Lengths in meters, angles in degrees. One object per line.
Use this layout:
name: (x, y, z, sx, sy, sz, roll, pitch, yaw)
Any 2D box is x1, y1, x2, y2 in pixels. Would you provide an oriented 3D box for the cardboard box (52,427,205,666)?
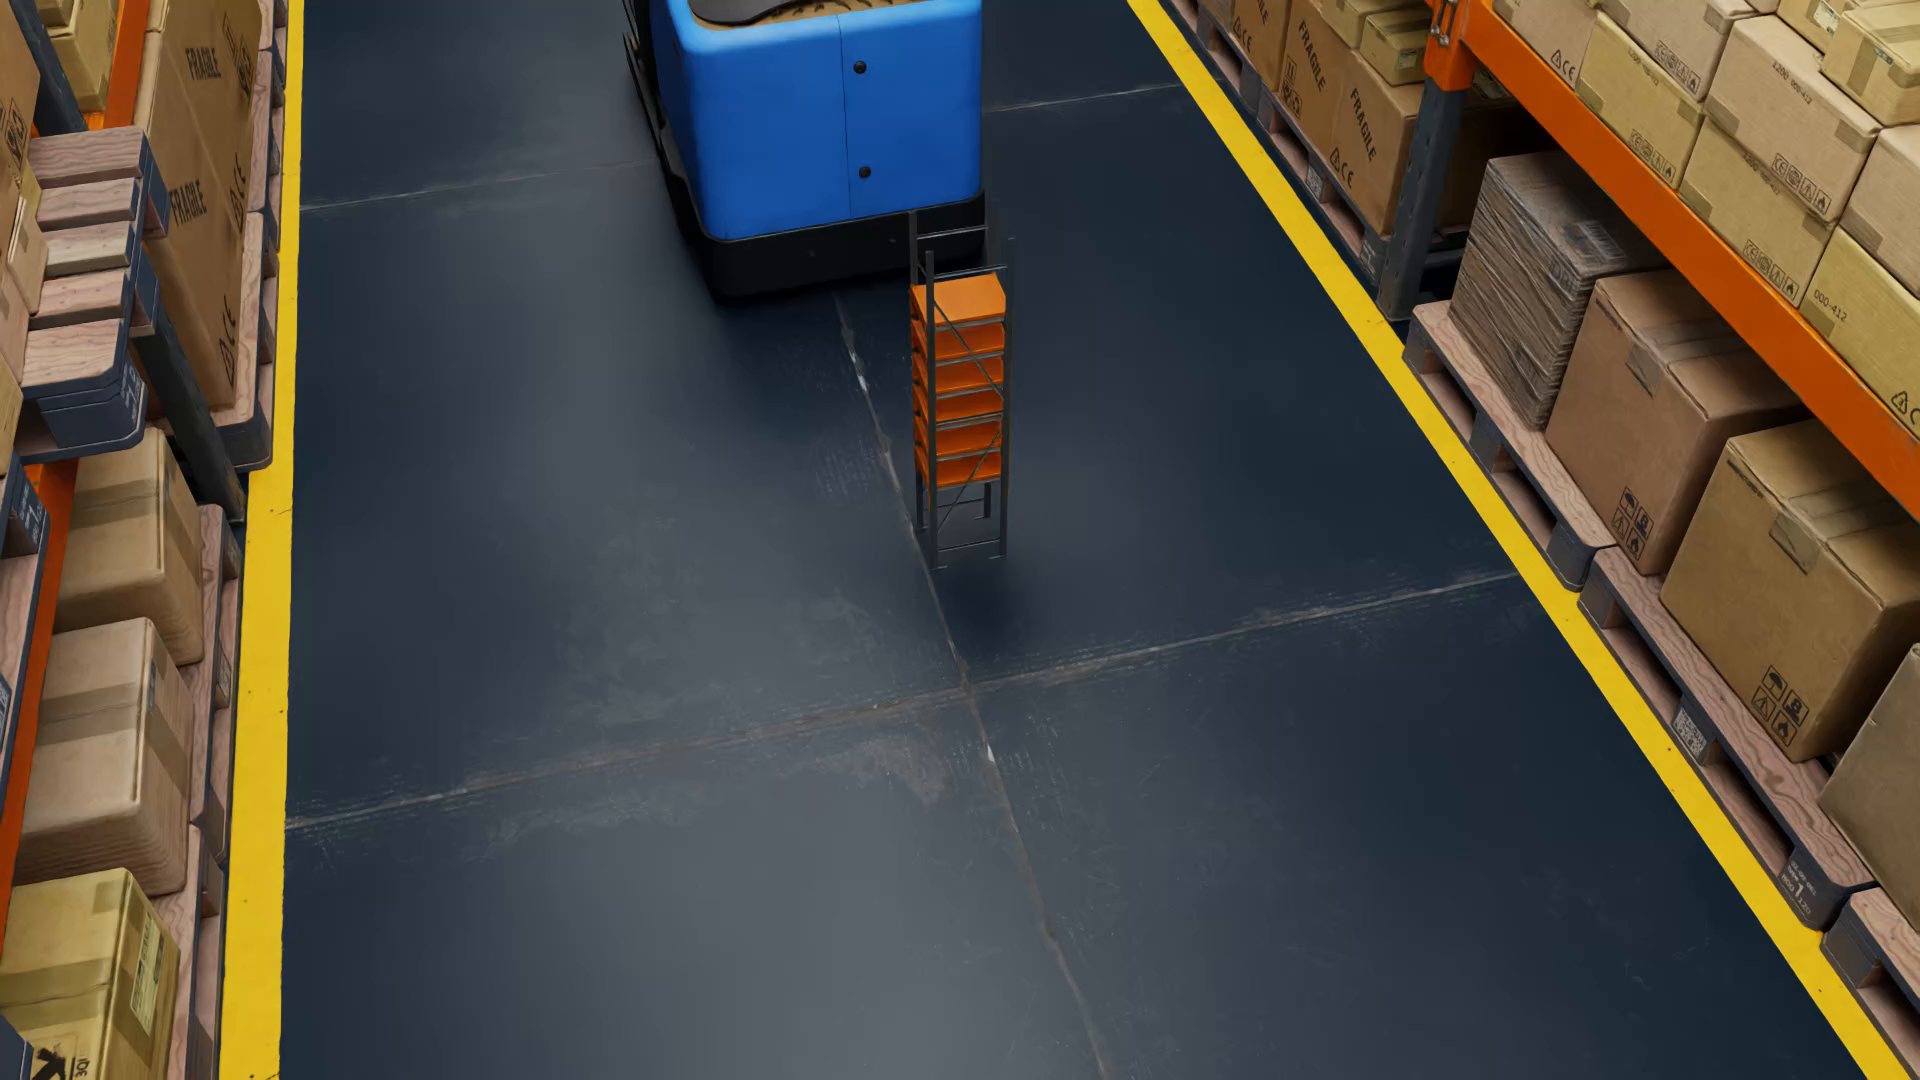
cardboard box: (-2.642, 0.111, 4.586, 0.950, 0.372, 0.625, -14, 47, -13)

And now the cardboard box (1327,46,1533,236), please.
cardboard box: (1.704, -1.488, 6.064, 0.500, 0.500, 0.500, -9, 46, -9)

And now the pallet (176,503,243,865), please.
pallet: (-2.579, 0.463, 4.649, 1.003, 0.211, 1.213, -11, 47, -10)

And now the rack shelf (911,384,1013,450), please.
rack shelf: (0.004, -0.379, 4.843, 0.258, 0.103, 0.180, -11, 47, -10)

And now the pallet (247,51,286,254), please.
pallet: (-3.215, -1.476, 6.549, 1.003, 0.211, 1.213, -11, 47, -10)

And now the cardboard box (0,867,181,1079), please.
cardboard box: (-2.257, 1.144, 3.574, 0.950, 0.372, 0.625, -9, 46, -9)

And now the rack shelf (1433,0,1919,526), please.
rack shelf: (2.532, -0.331, 3.978, 1.077, 0.370, 4.000, -11, 47, -10)

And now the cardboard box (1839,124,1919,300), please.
cardboard box: (2.296, -0.676, 3.567, 0.500, 0.250, 0.500, -10, 46, -10)

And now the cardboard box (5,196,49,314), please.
cardboard box: (-2.220, -0.591, 3.611, 0.380, 0.149, 0.250, -11, 47, -11)

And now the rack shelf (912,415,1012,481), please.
rack shelf: (0.004, -0.295, 4.929, 0.258, 0.103, 0.180, -11, 47, -10)

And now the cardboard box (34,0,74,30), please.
cardboard box: (-2.668, -1.571, 4.444, 0.500, 0.250, 0.500, -11, 47, -11)

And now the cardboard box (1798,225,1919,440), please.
cardboard box: (2.291, -0.499, 3.744, 0.500, 0.250, 0.500, -9, 46, -9)

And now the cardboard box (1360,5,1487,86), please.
cardboard box: (1.649, -1.757, 5.874, 0.380, 0.149, 0.250, -13, 47, -12)

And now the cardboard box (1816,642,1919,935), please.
cardboard box: (2.708, 0.587, 3.943, 0.875, 0.625, 0.625, -11, 47, -11)

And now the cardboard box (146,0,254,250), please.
cardboard box: (-3.098, -1.565, 5.877, 0.875, 0.875, 0.875, -10, 46, -10)

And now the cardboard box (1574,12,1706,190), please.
cardboard box: (2.021, -1.212, 4.442, 0.500, 0.250, 0.500, -12, 47, -11)

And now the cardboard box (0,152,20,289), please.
cardboard box: (-2.249, -0.721, 3.284, 0.500, 0.500, 0.500, -11, 47, -11)

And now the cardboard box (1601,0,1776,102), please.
cardboard box: (2.024, -1.389, 4.266, 0.500, 0.250, 0.500, -9, 46, -9)

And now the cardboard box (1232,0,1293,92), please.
cardboard box: (1.449, -2.196, 6.758, 0.500, 0.500, 0.500, -9, 46, -9)

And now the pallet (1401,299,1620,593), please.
pallet: (2.193, -0.412, 5.506, 1.003, 0.211, 1.213, -11, 47, -10)

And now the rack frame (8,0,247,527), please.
rack frame: (-2.777, -1.053, 4.182, 1.000, 3.000, 0.127, -11, 47, -10)

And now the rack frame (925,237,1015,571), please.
rack frame: (0.027, -0.347, 4.750, 0.240, 1.200, 0.006, -11, 47, -10)

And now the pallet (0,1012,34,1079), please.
pallet: (-1.808, 1.221, 2.087, 1.003, 0.211, 1.213, -11, 47, -10)

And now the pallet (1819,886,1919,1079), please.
pallet: (2.818, 1.273, 3.855, 1.003, 0.211, 1.213, -11, 47, -10)

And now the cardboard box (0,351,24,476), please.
cardboard box: (-2.079, -0.229, 3.256, 0.380, 0.149, 0.250, -10, 46, -10)

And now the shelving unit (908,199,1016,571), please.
shelving unit: (0.004, -0.410, 4.812, 0.258, 1.200, 0.189, -11, 47, -10)

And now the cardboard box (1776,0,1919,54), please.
cardboard box: (2.149, -1.249, 3.849, 0.380, 0.149, 0.250, -10, 46, -10)

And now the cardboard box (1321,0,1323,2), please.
cardboard box: (1.524, -2.130, 6.239, 0.380, 0.149, 0.250, -12, 47, -12)

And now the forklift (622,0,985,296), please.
forklift: (-0.820, -2.980, 6.118, 1.130, 2.935, 3.031, -12, 47, -12)

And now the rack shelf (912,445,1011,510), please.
rack shelf: (0.004, -0.211, 5.015, 0.258, 0.103, 0.180, -11, 47, -10)

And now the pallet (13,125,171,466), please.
pallet: (-2.492, -0.514, 3.787, 1.213, 0.211, 1.003, -11, 47, -10)

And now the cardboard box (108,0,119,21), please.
cardboard box: (-2.808, -1.736, 4.956, 0.500, 0.250, 0.500, -12, 47, -11)

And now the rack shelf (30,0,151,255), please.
rack shelf: (-3.289, -2.182, 5.792, 1.077, 0.370, 4.000, -11, 47, -10)

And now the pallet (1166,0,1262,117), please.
pallet: (1.557, -2.350, 7.406, 1.003, 0.211, 1.213, -11, 47, -10)

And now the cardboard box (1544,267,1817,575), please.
cardboard box: (2.341, -0.396, 4.907, 0.875, 0.625, 0.625, -9, 46, -9)
